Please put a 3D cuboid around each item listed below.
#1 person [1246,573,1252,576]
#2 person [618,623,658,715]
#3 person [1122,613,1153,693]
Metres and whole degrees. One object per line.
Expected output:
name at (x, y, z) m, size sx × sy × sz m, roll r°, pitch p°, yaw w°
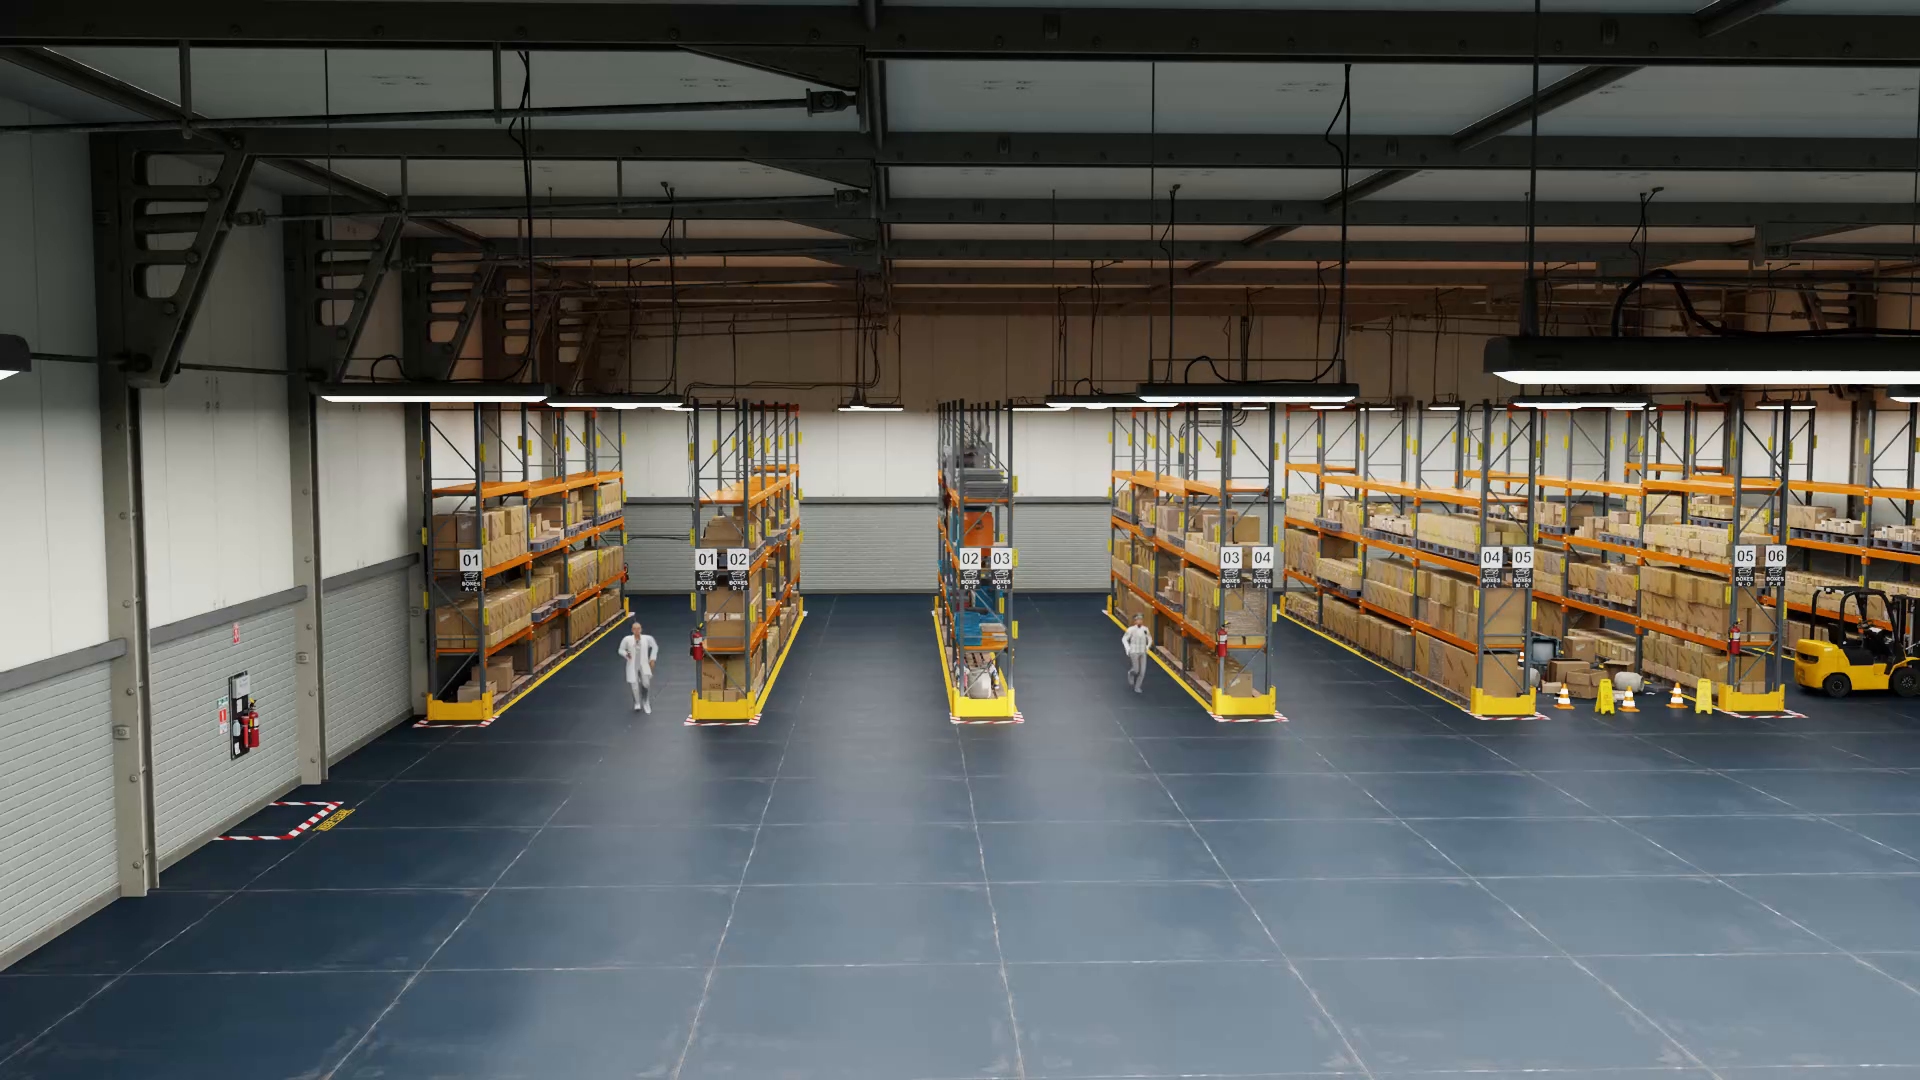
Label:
person at (7.951, 1.273, 47.489) m, size 0.863 × 1.682 × 0.572 m, roll 1°, pitch 5°, yaw 19°
person at (-6.124, 2.444, 31.653) m, size 0.736 × 1.756 × 0.814 m, roll -1°, pitch 4°, yaw -10°
person at (3.669, 2.311, 34.186) m, size 0.618 × 1.652 × 0.550 m, roll -1°, pitch 4°, yaw -9°
